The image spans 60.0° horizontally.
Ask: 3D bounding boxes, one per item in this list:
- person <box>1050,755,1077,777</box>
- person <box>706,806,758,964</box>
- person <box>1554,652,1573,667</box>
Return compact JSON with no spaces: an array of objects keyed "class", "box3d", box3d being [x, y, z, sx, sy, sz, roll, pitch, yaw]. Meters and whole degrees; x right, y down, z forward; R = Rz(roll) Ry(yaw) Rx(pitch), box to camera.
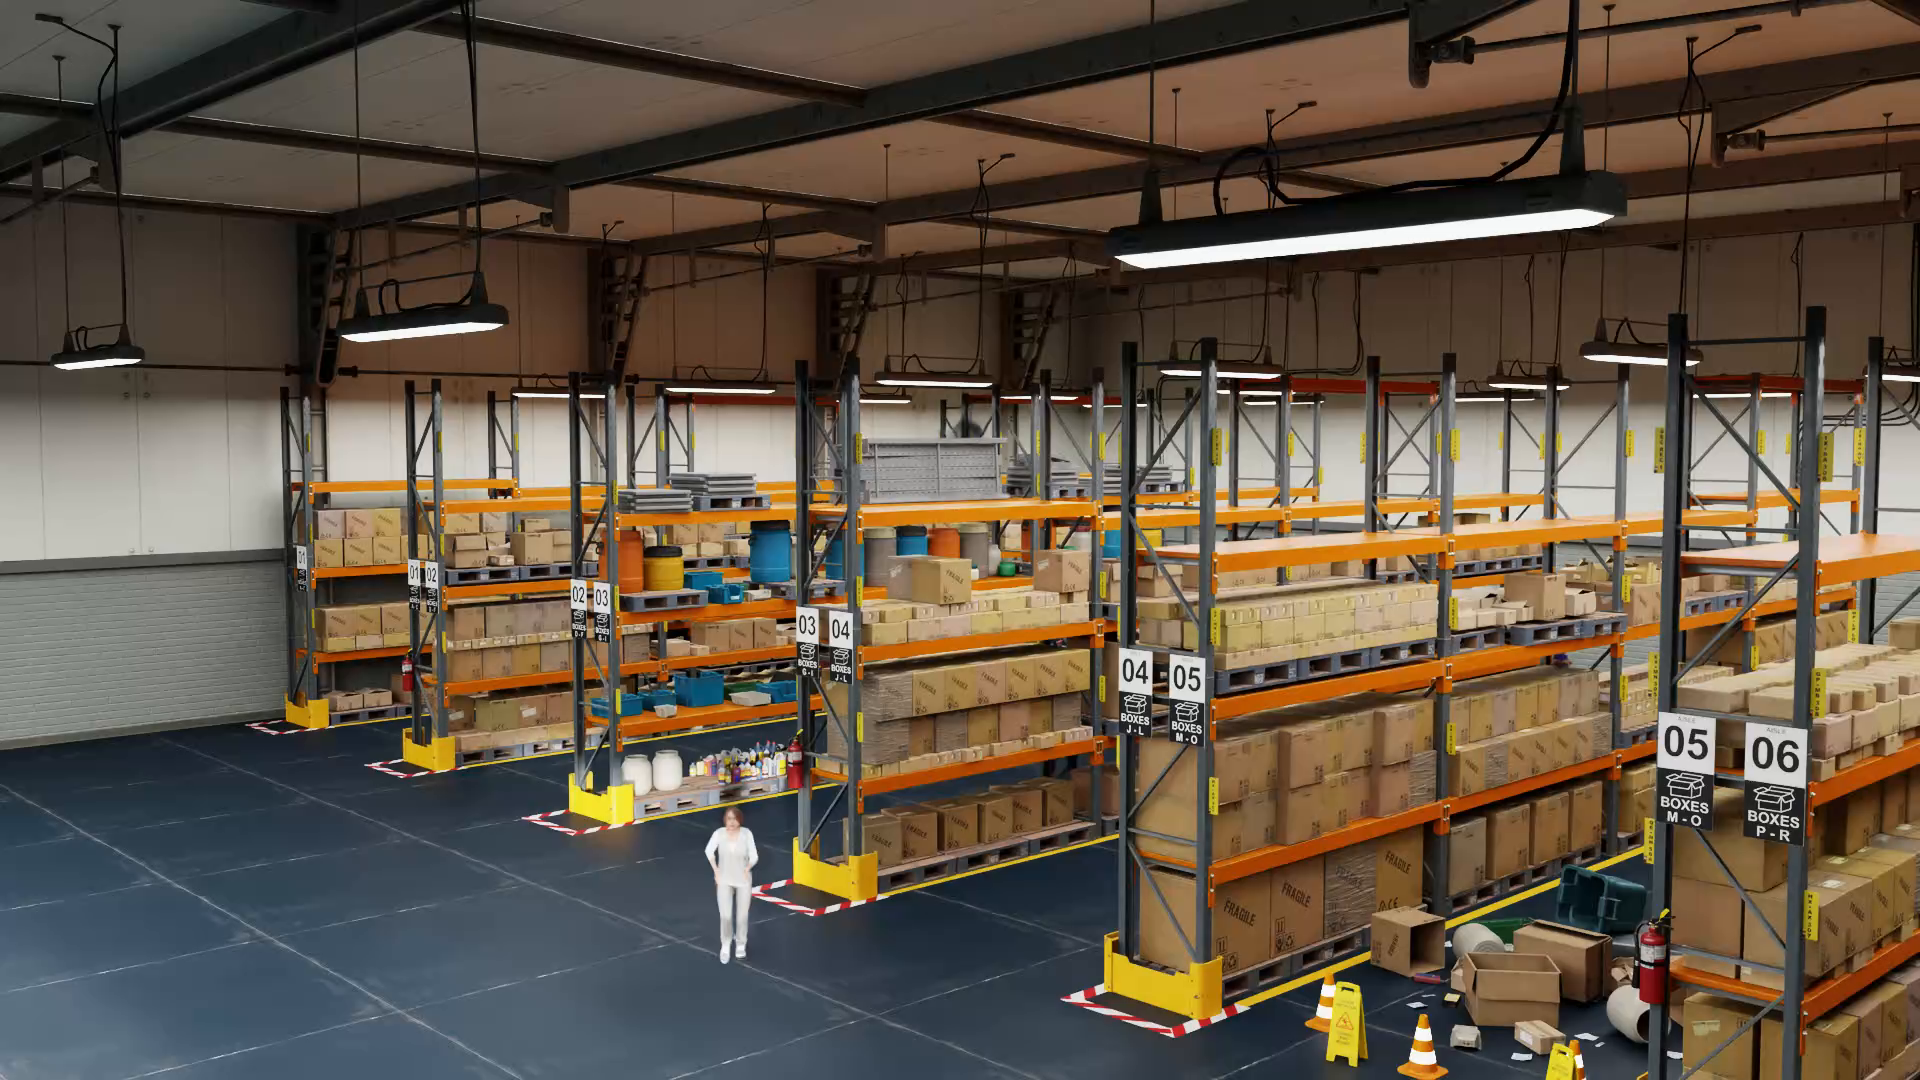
[{"class":"person","box3d":[1.501,2.757,25.031,0.587,1.711,0.705,3,4,35]},{"class":"person","box3d":[-2.212,3.349,16.183,0.493,1.561,0.696,-1,4,-13]},{"class":"person","box3d":[11.017,2.407,30.542,0.553,1.607,0.631,-1,4,-21]}]
